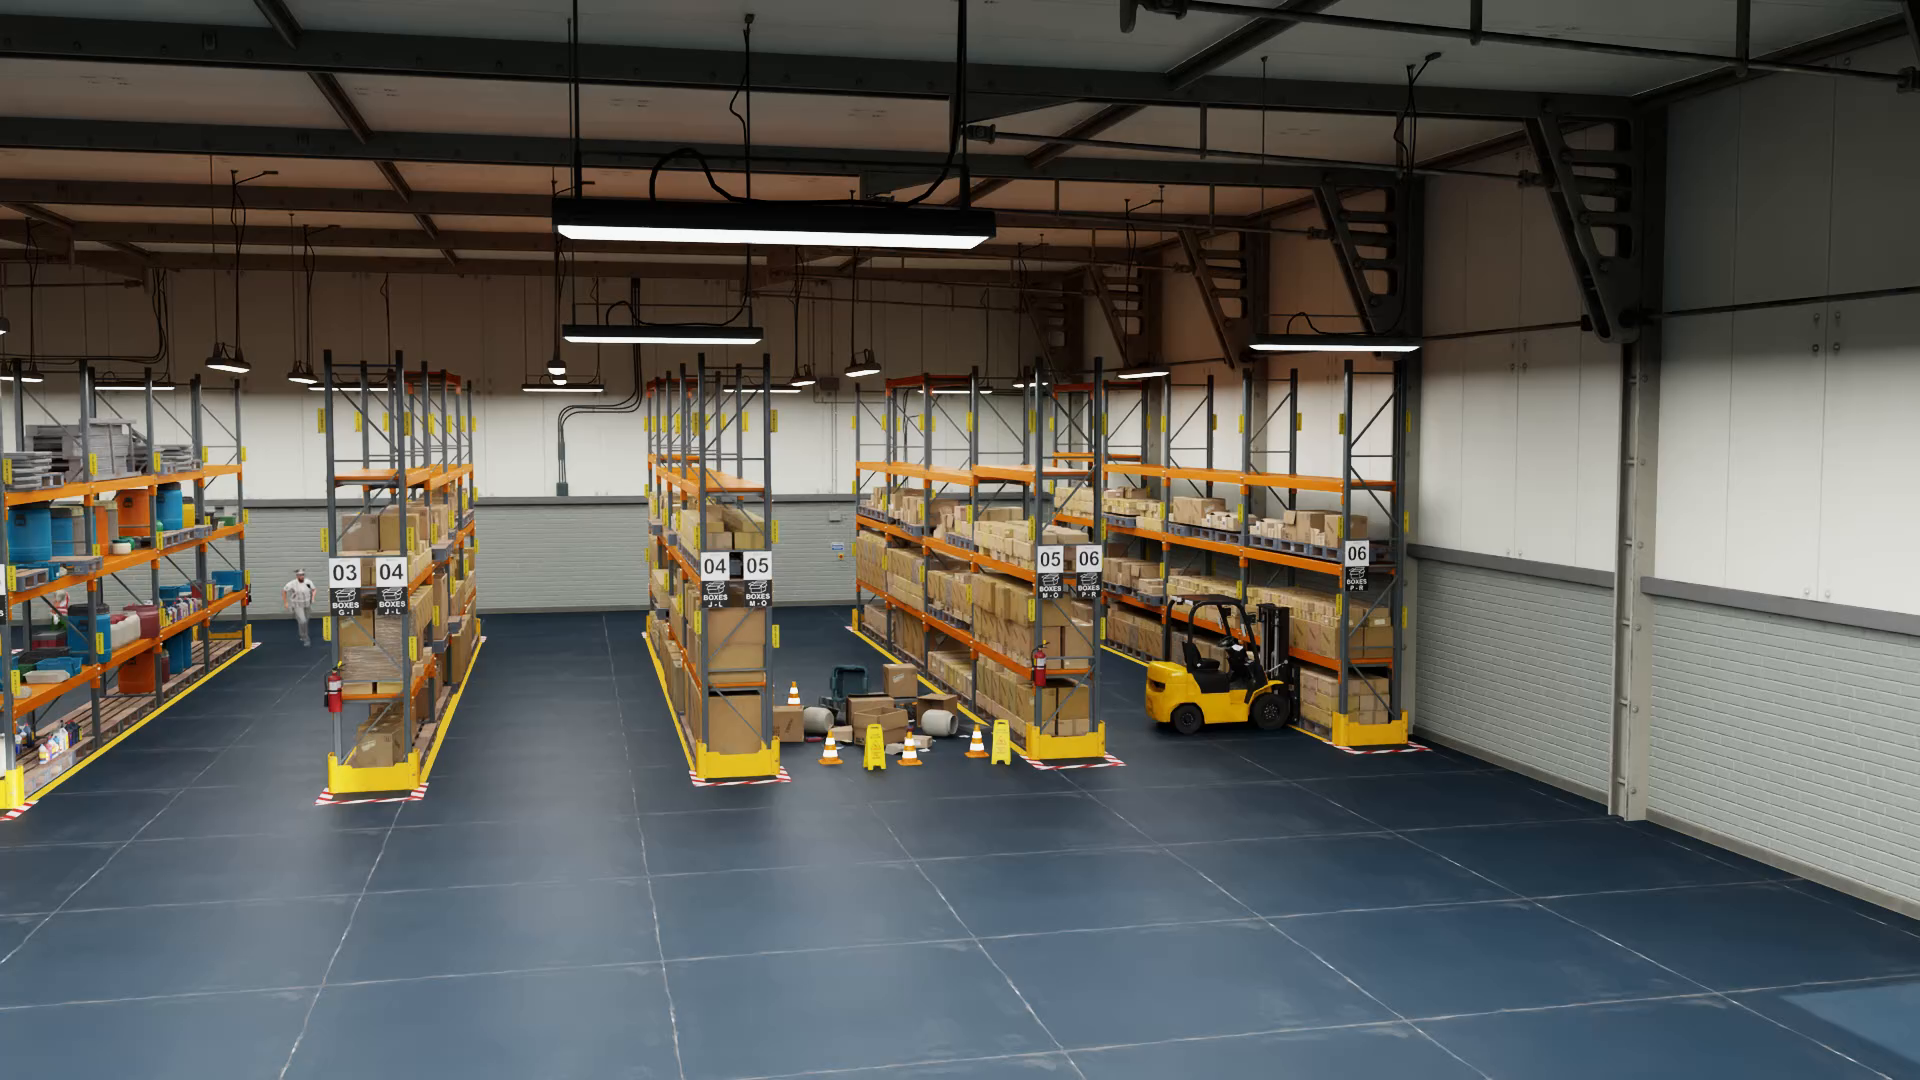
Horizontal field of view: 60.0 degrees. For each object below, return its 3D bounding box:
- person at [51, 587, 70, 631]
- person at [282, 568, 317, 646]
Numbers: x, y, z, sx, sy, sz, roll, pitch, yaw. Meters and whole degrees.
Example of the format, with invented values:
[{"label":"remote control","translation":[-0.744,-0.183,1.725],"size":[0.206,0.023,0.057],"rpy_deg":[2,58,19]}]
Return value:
[{"label":"person","translation":[-19.232,1.647,35.611],"size":[0.512,1.795,0.764],"rpy_deg":[3,5,39]},{"label":"person","translation":[-15.023,1.526,37.838],"size":[0.747,1.798,0.794],"rpy_deg":[-4,6,-45]}]
